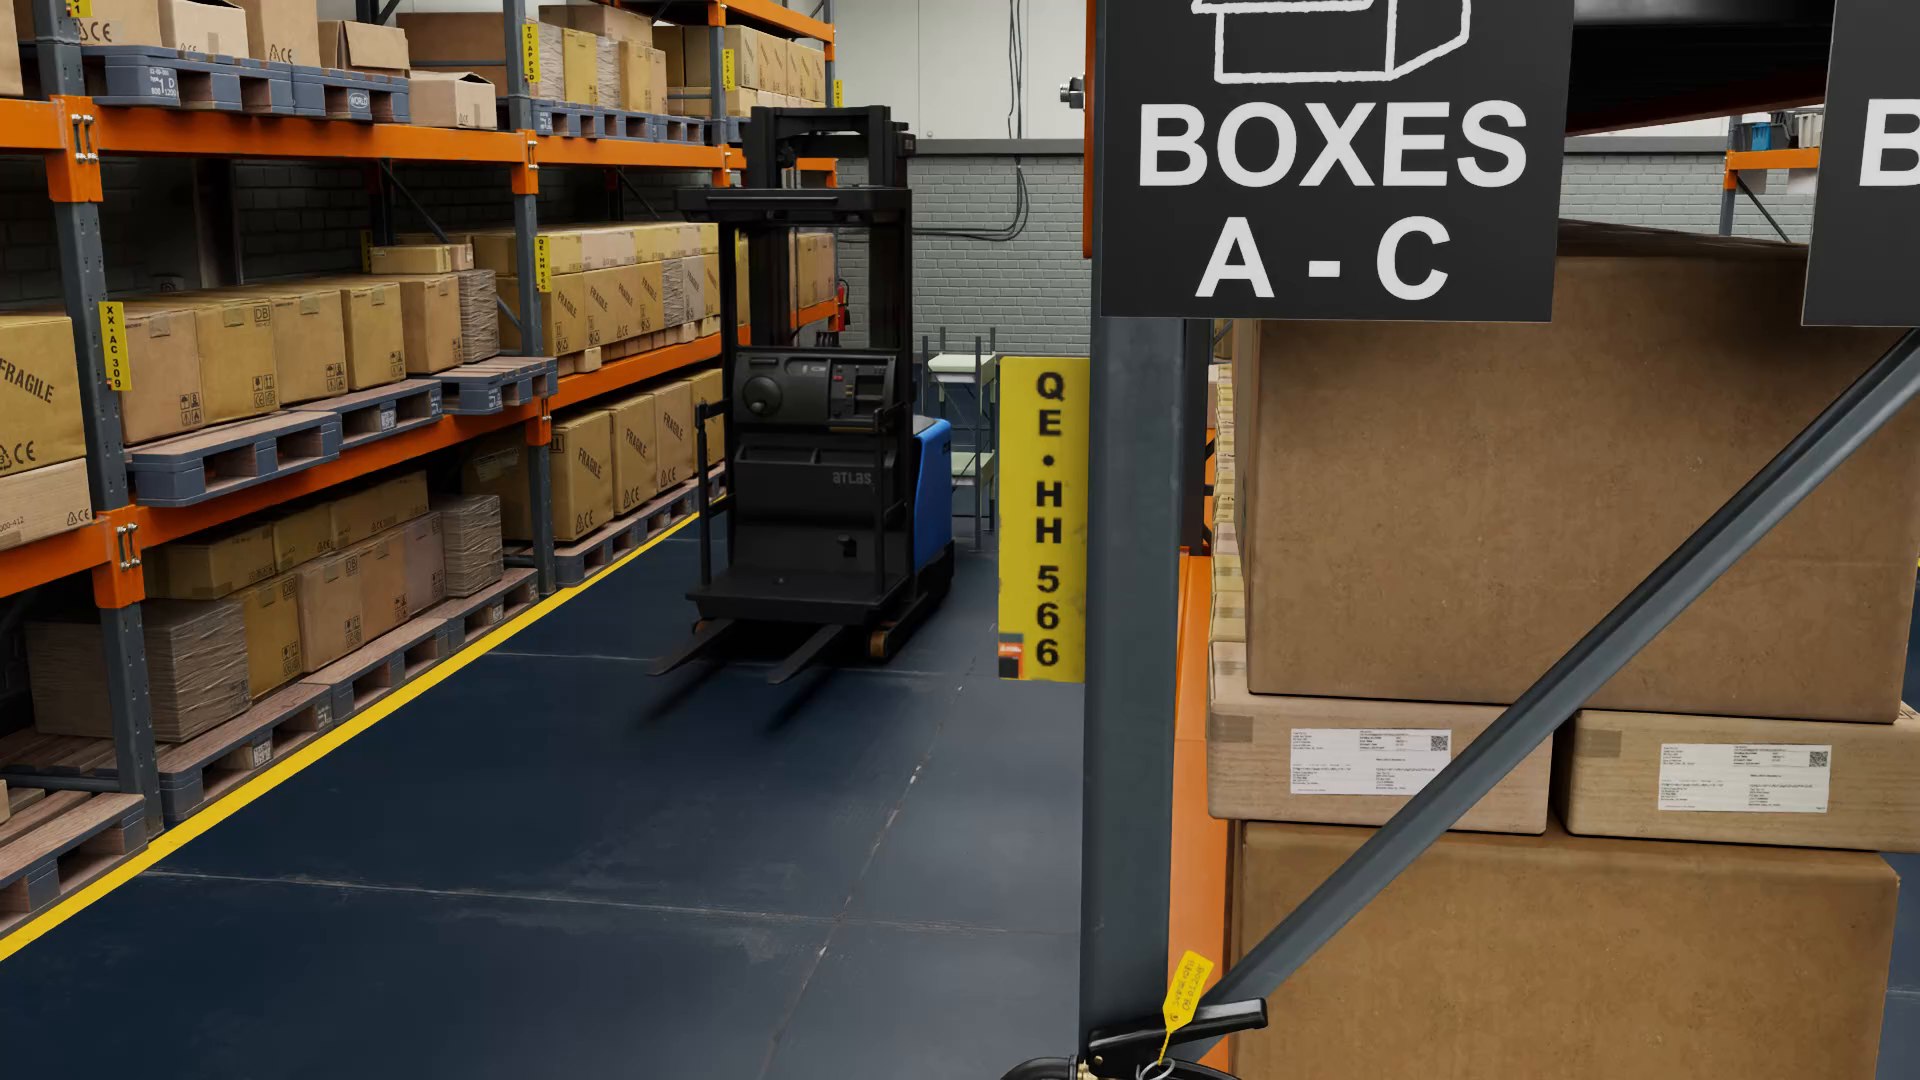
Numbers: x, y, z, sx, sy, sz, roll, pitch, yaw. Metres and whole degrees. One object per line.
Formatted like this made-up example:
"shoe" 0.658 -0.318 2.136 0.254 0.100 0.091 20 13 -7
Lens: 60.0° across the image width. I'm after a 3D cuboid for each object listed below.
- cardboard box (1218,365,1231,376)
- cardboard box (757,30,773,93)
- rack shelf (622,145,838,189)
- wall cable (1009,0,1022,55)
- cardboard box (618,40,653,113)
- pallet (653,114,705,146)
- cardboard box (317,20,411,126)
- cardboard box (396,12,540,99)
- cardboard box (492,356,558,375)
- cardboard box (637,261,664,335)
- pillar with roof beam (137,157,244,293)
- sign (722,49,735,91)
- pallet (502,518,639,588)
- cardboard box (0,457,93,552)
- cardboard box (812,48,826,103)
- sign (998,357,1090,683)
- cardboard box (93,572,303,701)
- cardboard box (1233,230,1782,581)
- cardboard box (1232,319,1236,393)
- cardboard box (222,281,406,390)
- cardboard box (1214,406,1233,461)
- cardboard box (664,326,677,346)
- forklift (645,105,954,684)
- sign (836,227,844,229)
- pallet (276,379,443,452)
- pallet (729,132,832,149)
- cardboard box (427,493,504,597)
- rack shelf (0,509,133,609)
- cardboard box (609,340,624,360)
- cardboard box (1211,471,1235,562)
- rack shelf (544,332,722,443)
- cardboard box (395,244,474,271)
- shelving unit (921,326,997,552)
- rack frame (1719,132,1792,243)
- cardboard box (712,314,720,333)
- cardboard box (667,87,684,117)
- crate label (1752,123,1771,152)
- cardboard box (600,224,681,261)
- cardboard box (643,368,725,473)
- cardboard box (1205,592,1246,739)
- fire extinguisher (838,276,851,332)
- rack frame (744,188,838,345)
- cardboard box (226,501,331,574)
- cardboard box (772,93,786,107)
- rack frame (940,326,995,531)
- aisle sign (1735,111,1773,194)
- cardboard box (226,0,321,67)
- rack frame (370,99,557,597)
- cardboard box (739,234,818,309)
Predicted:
"cardboard box" 1.005 -0.464 5.249 0.380 0.149 0.250 2 12 9
"cardboard box" -1.968 -4.233 14.737 0.500 0.500 0.500 2 12 7
"rack shelf" -2.120 -3.504 15.719 1.077 0.370 4.000 2 12 9
"wall cable" 2.084 -7.767 22.057 3.097 2.526 0.112 2 12 9
"cardboard box" -2.693 -3.405 12.273 0.700 0.500 0.500 2 12 8
"pallet" -2.519 -3.153 12.838 0.805 0.209 1.217 1 12 6
"cardboard box" -3.333 -2.400 8.596 0.797 0.503 0.637 4 13 17
"cardboard box" -3.026 -2.971 10.259 0.700 0.500 0.500 1 12 4
"cardboard box" -2.763 -1.088 10.471 0.380 0.149 0.250 2 12 8
"cardboard box" -2.475 -1.758 12.038 0.500 0.500 0.500 2 12 10
"pillar with roof beam" 0.157 -3.691 7.759 9.100 9.000 0.400 2 12 9
"sign" -1.890 -3.830 13.551 0.100 0.325 0.005 2 12 9
"pallet" -2.847 0.061 11.208 1.003 0.211 1.213 2 12 9
"cardboard box" -3.431 -0.135 5.811 0.500 0.250 0.500 2 12 9
"cardboard box" -1.655 -4.658 16.709 0.500 0.500 0.500 2 12 8
"sign" 0.089 -0.017 1.643 0.100 0.325 0.005 2 12 9
"cardboard box" -3.531 0.436 7.737 0.700 0.500 0.500 2 12 8
"cardboard box" 0.791 -0.216 2.557 0.700 0.500 0.500 2 12 7
"cardboard box" 1.099 -0.633 4.494 0.700 0.500 0.500 2 12 9
"cardboard box" -3.274 -1.046 8.444 0.700 0.500 0.500 2 12 9
"cardboard box" 0.849 -0.251 4.262 0.380 0.149 0.250 1 12 7
"cardboard box" -2.385 -1.569 12.702 0.380 0.149 0.250 2 12 9
"forklift" -0.855 -0.868 9.066 1.130 2.935 3.031 3 12 12
"sign" -1.278 -3.467 17.649 0.100 0.325 0.005 2 12 9
"pallet" -3.306 -0.633 8.266 1.003 0.211 1.213 2 12 9
"pallet" -1.916 -4.074 16.866 1.003 0.211 1.213 2 12 9
"cardboard box" -3.102 0.018 9.677 0.700 0.500 0.500 2 12 9
"rack shelf" -3.965 0.461 4.444 1.077 0.370 4.000 2 12 9
"cardboard box" -2.593 -1.357 11.718 0.380 0.149 0.250 2 12 10
"cardboard box" 0.691 -0.036 3.265 0.380 0.149 0.250 2 12 10
"rack shelf" -2.735 -1.205 12.171 1.077 0.370 4.000 2 12 9
"cardboard box" -3.066 -1.648 9.701 0.380 0.149 0.250 0 12 1
"shelving unit" -0.001 -0.732 11.829 0.431 1.500 0.755 2 12 9
"rack frame" 7.977 -2.484 16.402 1.000 3.000 0.127 2 12 9
"cardboard box" -2.199 -1.780 13.683 0.380 0.149 0.250 2 12 9
"cardboard box" -2.554 -3.770 14.369 0.500 0.250 0.500 2 12 9
"crate label" 7.516 -3.696 15.259 0.408 0.251 0.502 2 12 9
"cardboard box" -2.413 -2.226 12.430 0.500 0.250 0.500 2 12 10
"cardboard box" -2.399 -0.988 13.562 0.750 0.750 0.750 2 12 9
"cardboard box" 0.532 0.179 2.267 0.380 0.149 0.250 2 12 10
"fire extinguisher" -1.333 -2.602 18.015 0.296 0.674 0.183 2 12 9
"rack frame" -1.812 -2.805 17.891 1.000 3.000 0.127 2 12 9
"cardboard box" -3.420 -0.021 8.080 0.500 0.250 0.500 2 12 7
"cardboard box" -1.896 -3.968 15.287 0.500 0.250 0.500 2 12 7
"rack frame" 0.055 -0.808 12.182 0.400 1.500 0.023 2 12 9
"aisle sign" 7.695 -3.780 16.242 0.394 0.787 0.004 2 12 9
"cardboard box" -3.305 -2.396 7.636 0.500 0.500 0.500 1 12 7
"rack frame" -3.042 -1.140 10.164 1.000 3.000 0.127 2 12 9
"cardboard box" -1.981 -2.694 16.661 0.980 0.700 0.700 2 12 8
